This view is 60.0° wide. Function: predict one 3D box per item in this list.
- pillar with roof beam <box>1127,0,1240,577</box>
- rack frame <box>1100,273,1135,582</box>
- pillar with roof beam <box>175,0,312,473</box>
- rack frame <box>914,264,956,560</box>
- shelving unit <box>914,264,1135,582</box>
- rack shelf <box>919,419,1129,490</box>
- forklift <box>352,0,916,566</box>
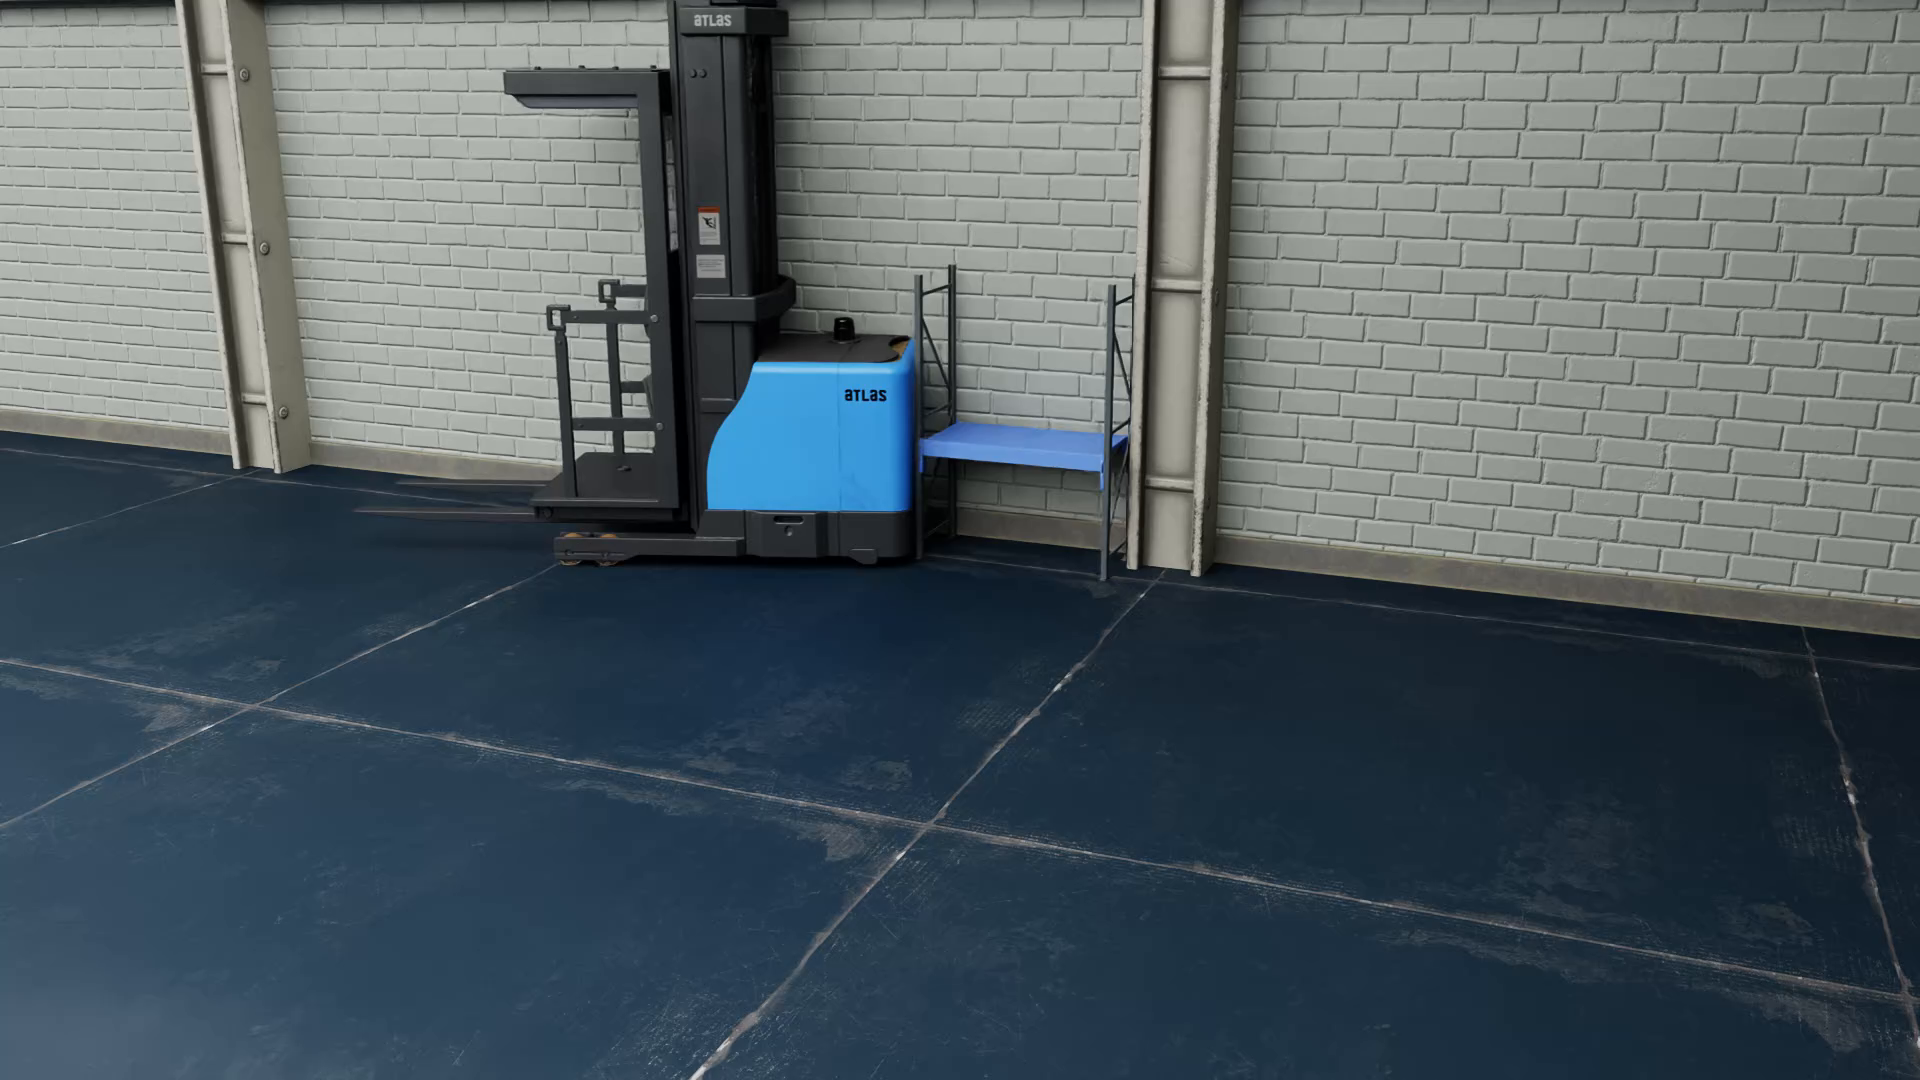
[{"bbox_3d":[-0.471,-3.077,3.631,0.400,9.000,9.100,6,17,21],"label":"pillar with roof beam"},{"bbox_3d":[0.819,-0.576,8.466,0.032,1.500,0.500,6,17,21],"label":"rack frame"},{"bbox_3d":[-6.053,-3.691,5.746,0.400,9.000,9.100,6,17,21],"label":"pillar with roof beam"},{"bbox_3d":[-0.127,-0.680,8.824,0.032,1.500,0.500,6,17,21],"label":"rack frame"},{"bbox_3d":[0.346,-0.628,8.645,1.048,1.500,0.538,6,17,21],"label":"shelving unit"},{"bbox_3d":[0.346,-0.455,8.695,1.000,0.185,0.538,6,17,21],"label":"rack shelf"},{"bbox_3d":[-1.729,-1.417,8.797,3.031,2.935,1.130,1,16,3],"label":"forklift"}]
